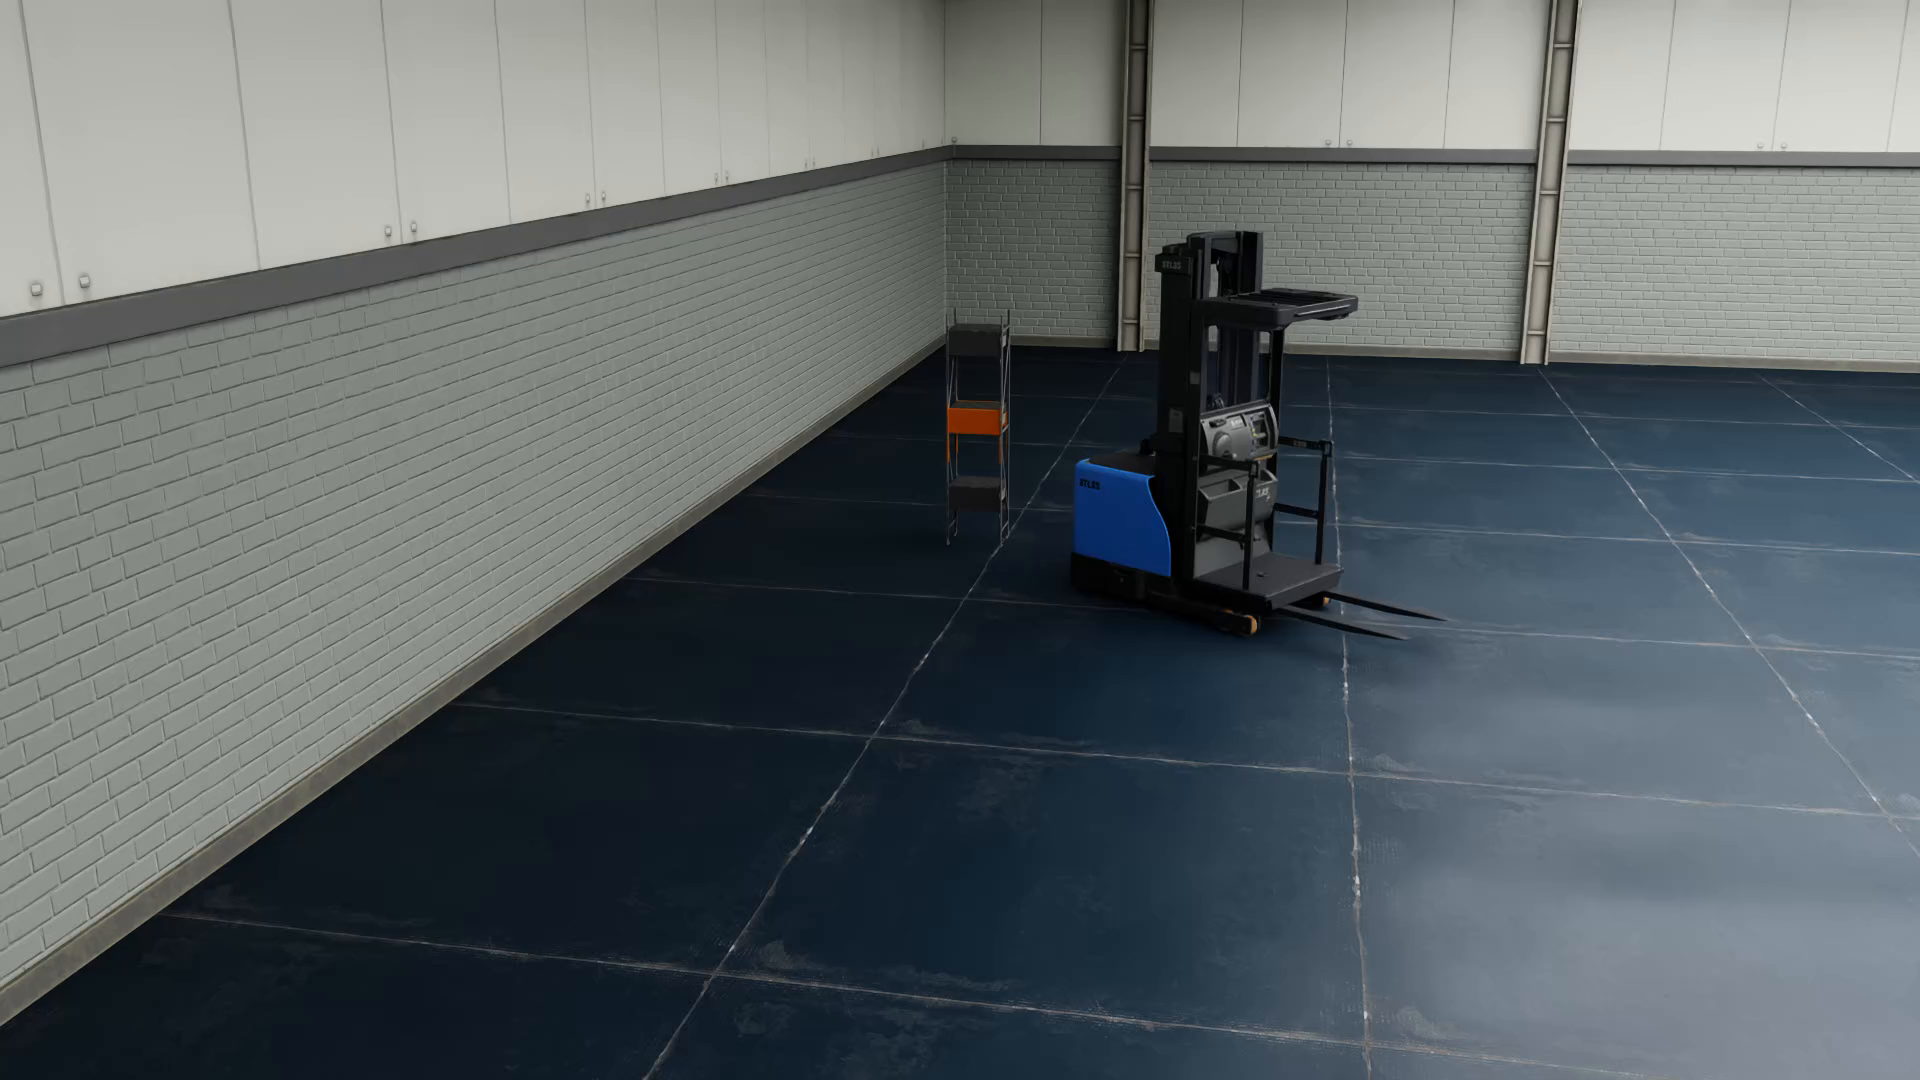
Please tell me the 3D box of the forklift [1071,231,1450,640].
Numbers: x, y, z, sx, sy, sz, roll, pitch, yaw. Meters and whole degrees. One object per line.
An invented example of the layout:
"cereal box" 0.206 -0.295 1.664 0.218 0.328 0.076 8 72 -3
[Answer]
"forklift" 2.323 -0.836 12.777 3.031 2.935 1.130 15 21 43

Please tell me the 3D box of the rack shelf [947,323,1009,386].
"rack shelf" 0.162 -1.665 14.755 0.480 0.518 0.431 3 16 11

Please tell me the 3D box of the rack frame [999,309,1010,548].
"rack frame" 0.401 -0.990 14.891 0.015 2.100 0.400 3 16 11

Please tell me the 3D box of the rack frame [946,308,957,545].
"rack frame" -0.077 -1.016 14.985 0.015 2.100 0.400 3 16 11

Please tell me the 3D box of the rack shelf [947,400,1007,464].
"rack shelf" 0.162 -0.990 14.942 0.480 0.518 0.431 3 16 11

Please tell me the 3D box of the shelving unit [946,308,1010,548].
"shelving unit" 0.162 -1.003 14.938 0.503 2.100 0.431 3 16 11

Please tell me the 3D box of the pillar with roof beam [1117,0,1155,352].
"pillar with roof beam" 1.808 -6.179 20.698 0.400 9.000 9.100 3 16 11

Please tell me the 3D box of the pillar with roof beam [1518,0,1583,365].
"pillar with roof beam" 7.688 -5.859 19.546 0.400 9.000 9.100 3 16 11

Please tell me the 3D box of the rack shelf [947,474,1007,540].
"rack shelf" 0.162 -0.315 15.128 0.480 0.518 0.431 3 16 11
